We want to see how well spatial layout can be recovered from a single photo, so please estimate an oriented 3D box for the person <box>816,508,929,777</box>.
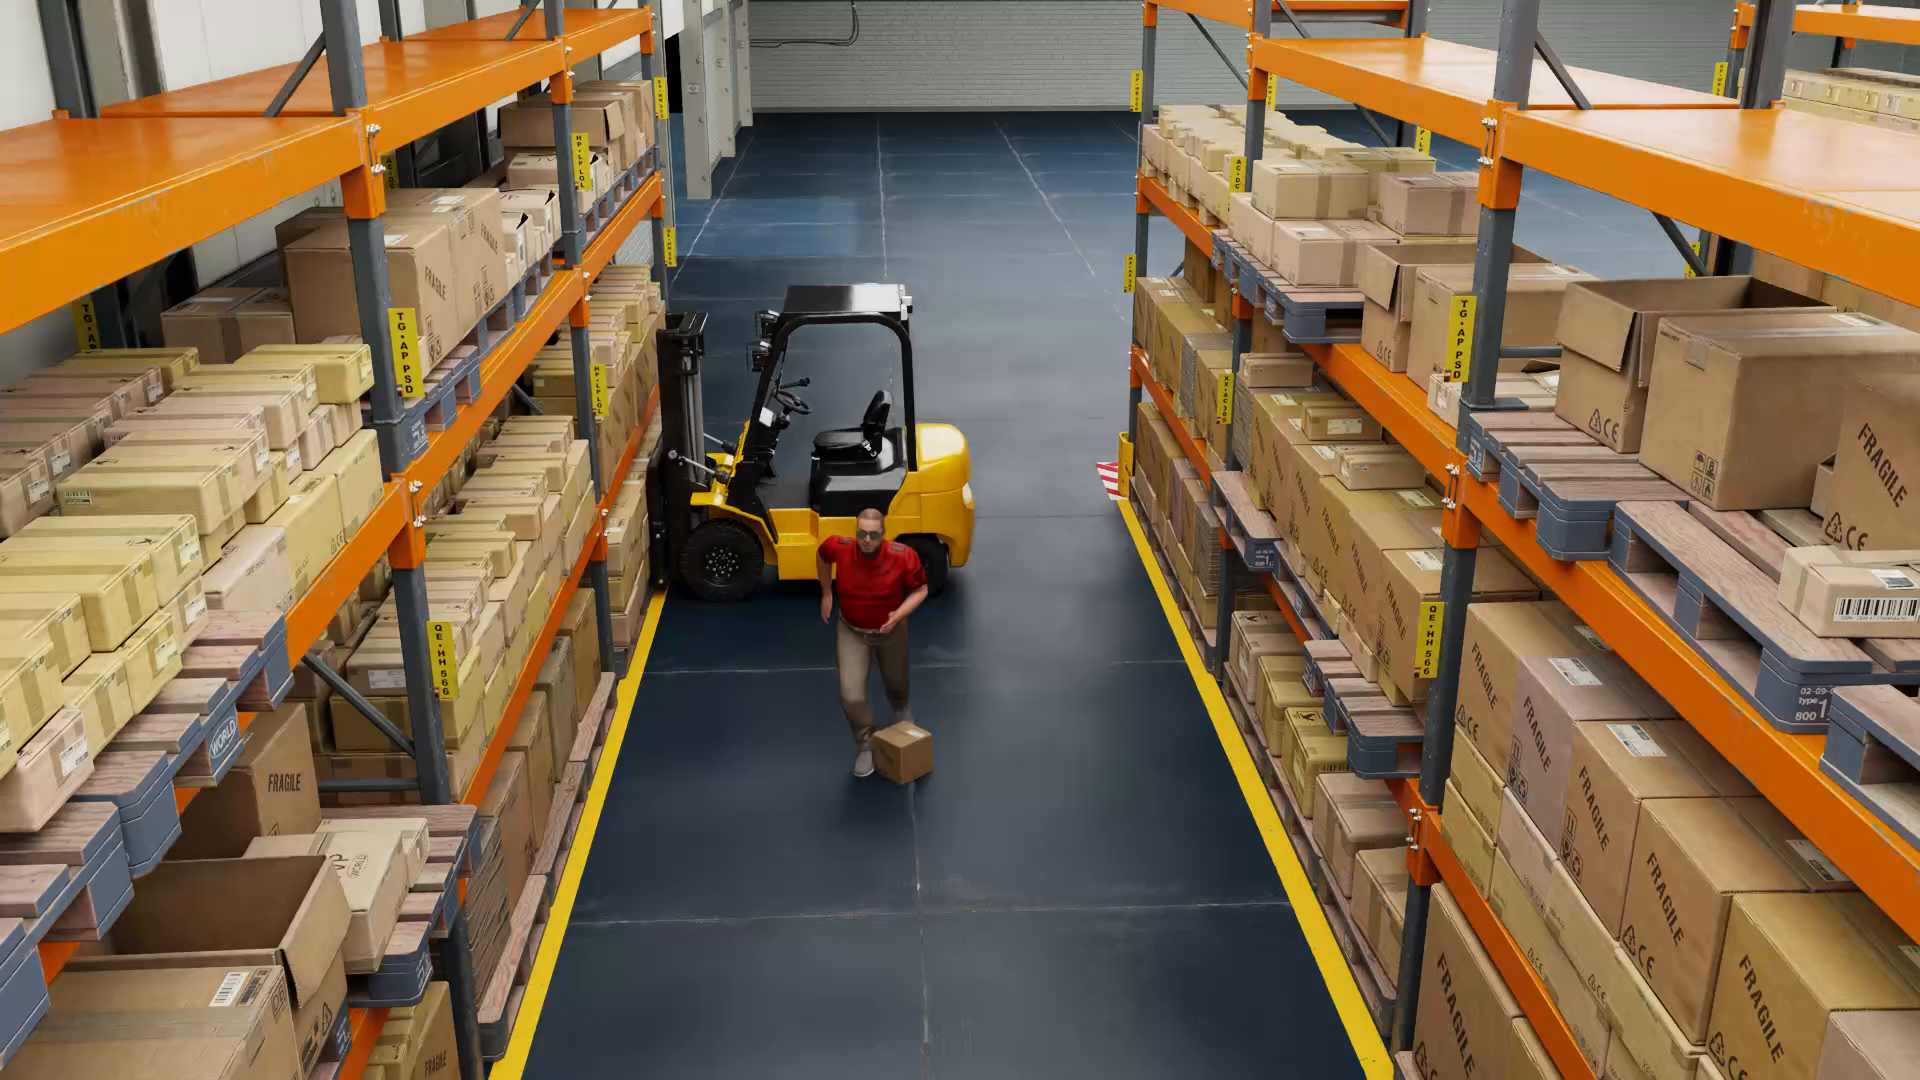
[{"bbox_3d":[-0.512,0.532,9.784,0.647,1.671,0.951,-1,20,-3],"label":"person"}]
